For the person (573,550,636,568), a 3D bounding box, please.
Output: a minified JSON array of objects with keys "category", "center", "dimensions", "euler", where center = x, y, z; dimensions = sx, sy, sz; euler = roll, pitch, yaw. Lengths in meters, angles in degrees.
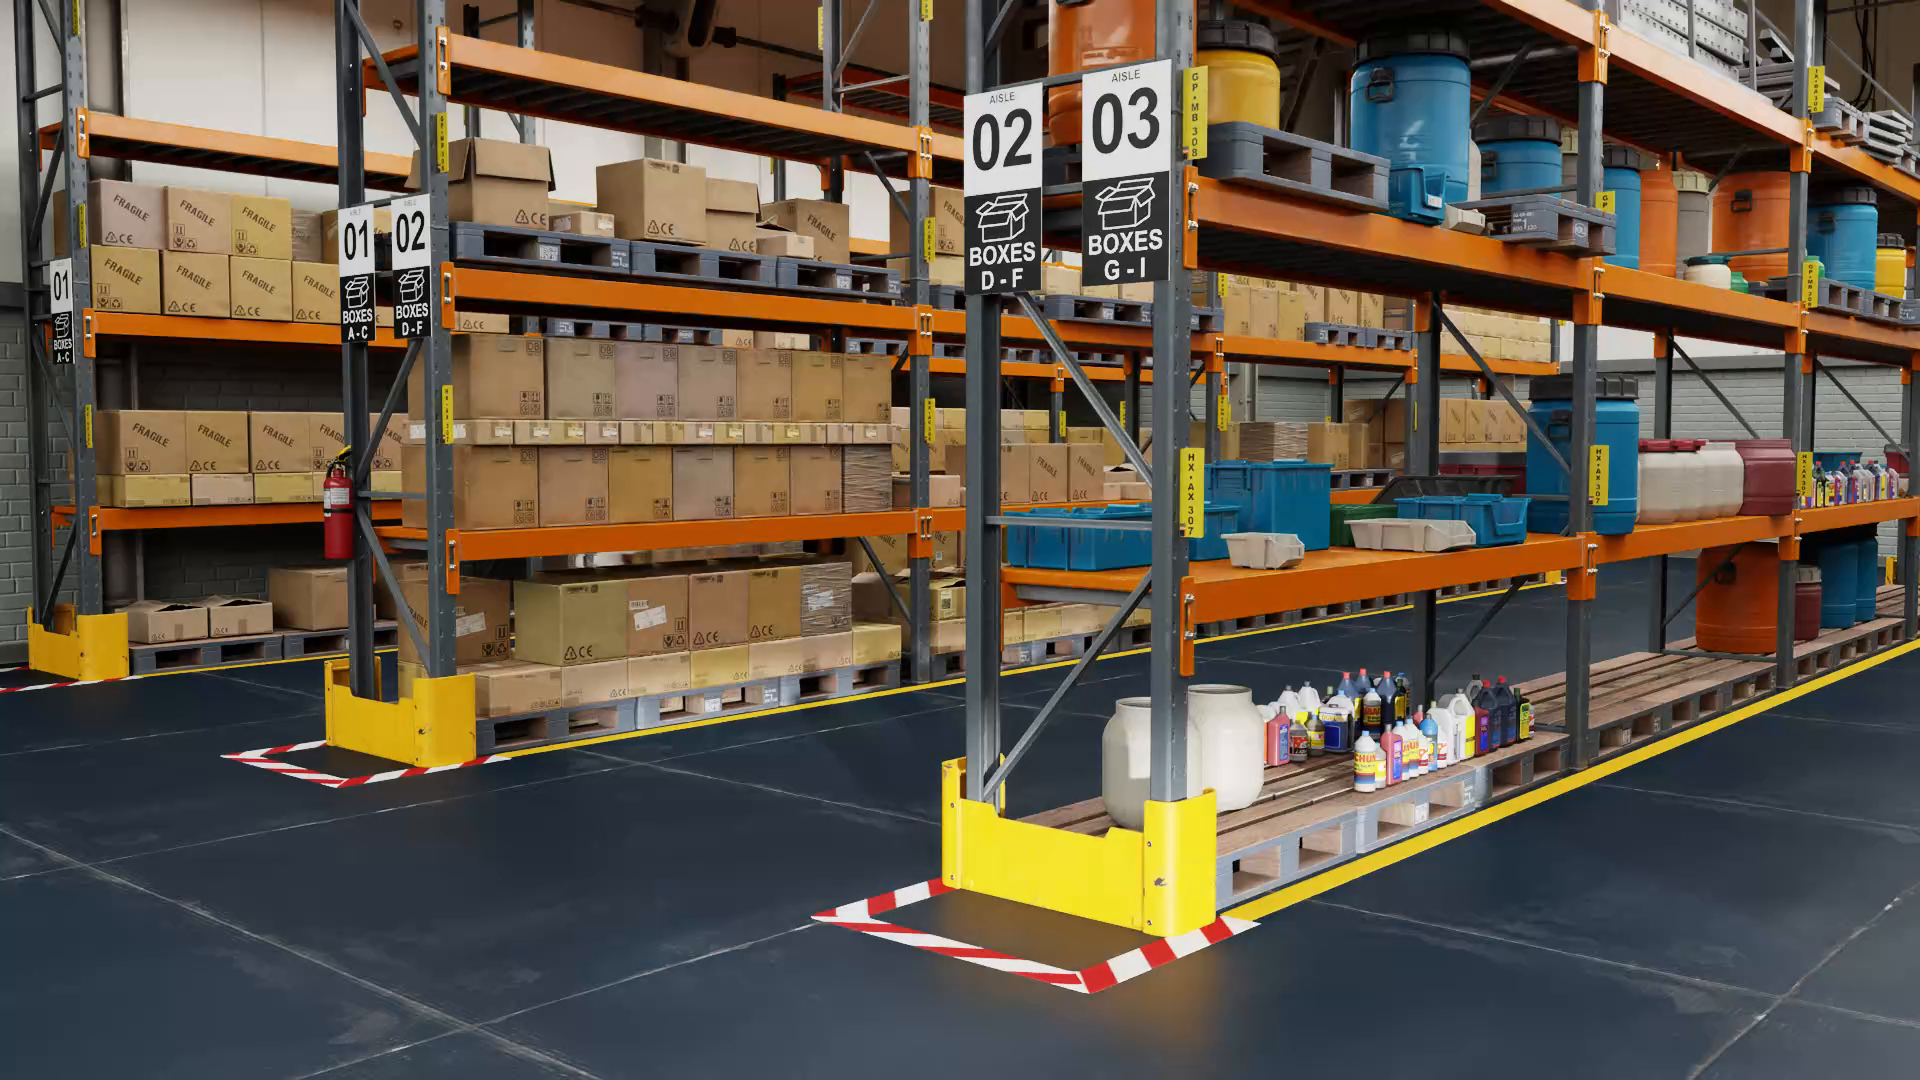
[{"category":"person","center":[-2.843,0.124,13.271],"dimensions":[0.569,1.777,0.541],"euler":[2,4,31]}]
